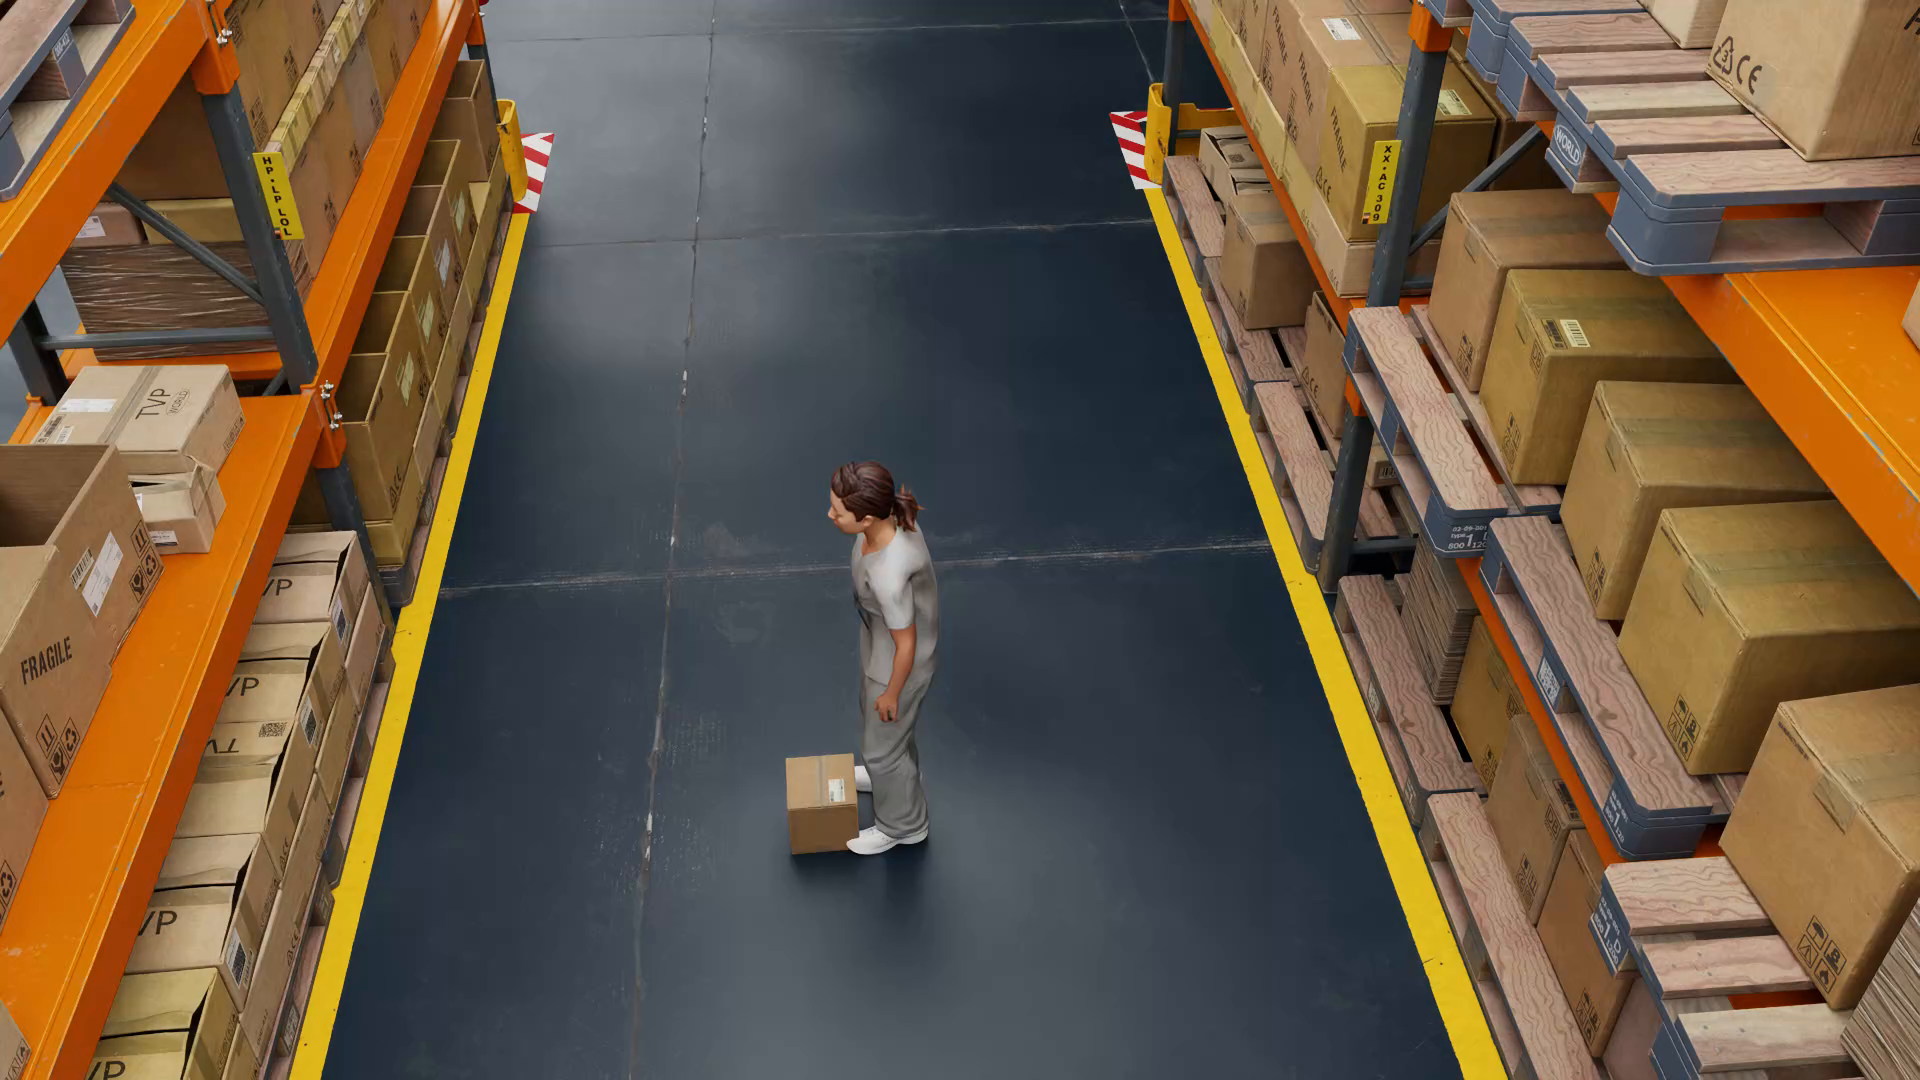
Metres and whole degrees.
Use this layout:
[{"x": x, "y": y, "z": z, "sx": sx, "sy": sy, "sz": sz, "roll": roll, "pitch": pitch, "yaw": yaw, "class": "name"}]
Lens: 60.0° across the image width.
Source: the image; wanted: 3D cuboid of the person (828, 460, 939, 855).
[{"x": -0.254, "y": 0.396, "z": 5.672, "sx": 0.361, "sy": 1.671, "sz": 0.497, "roll": -5, "pitch": 40, "yaw": -6, "class": "person"}]
